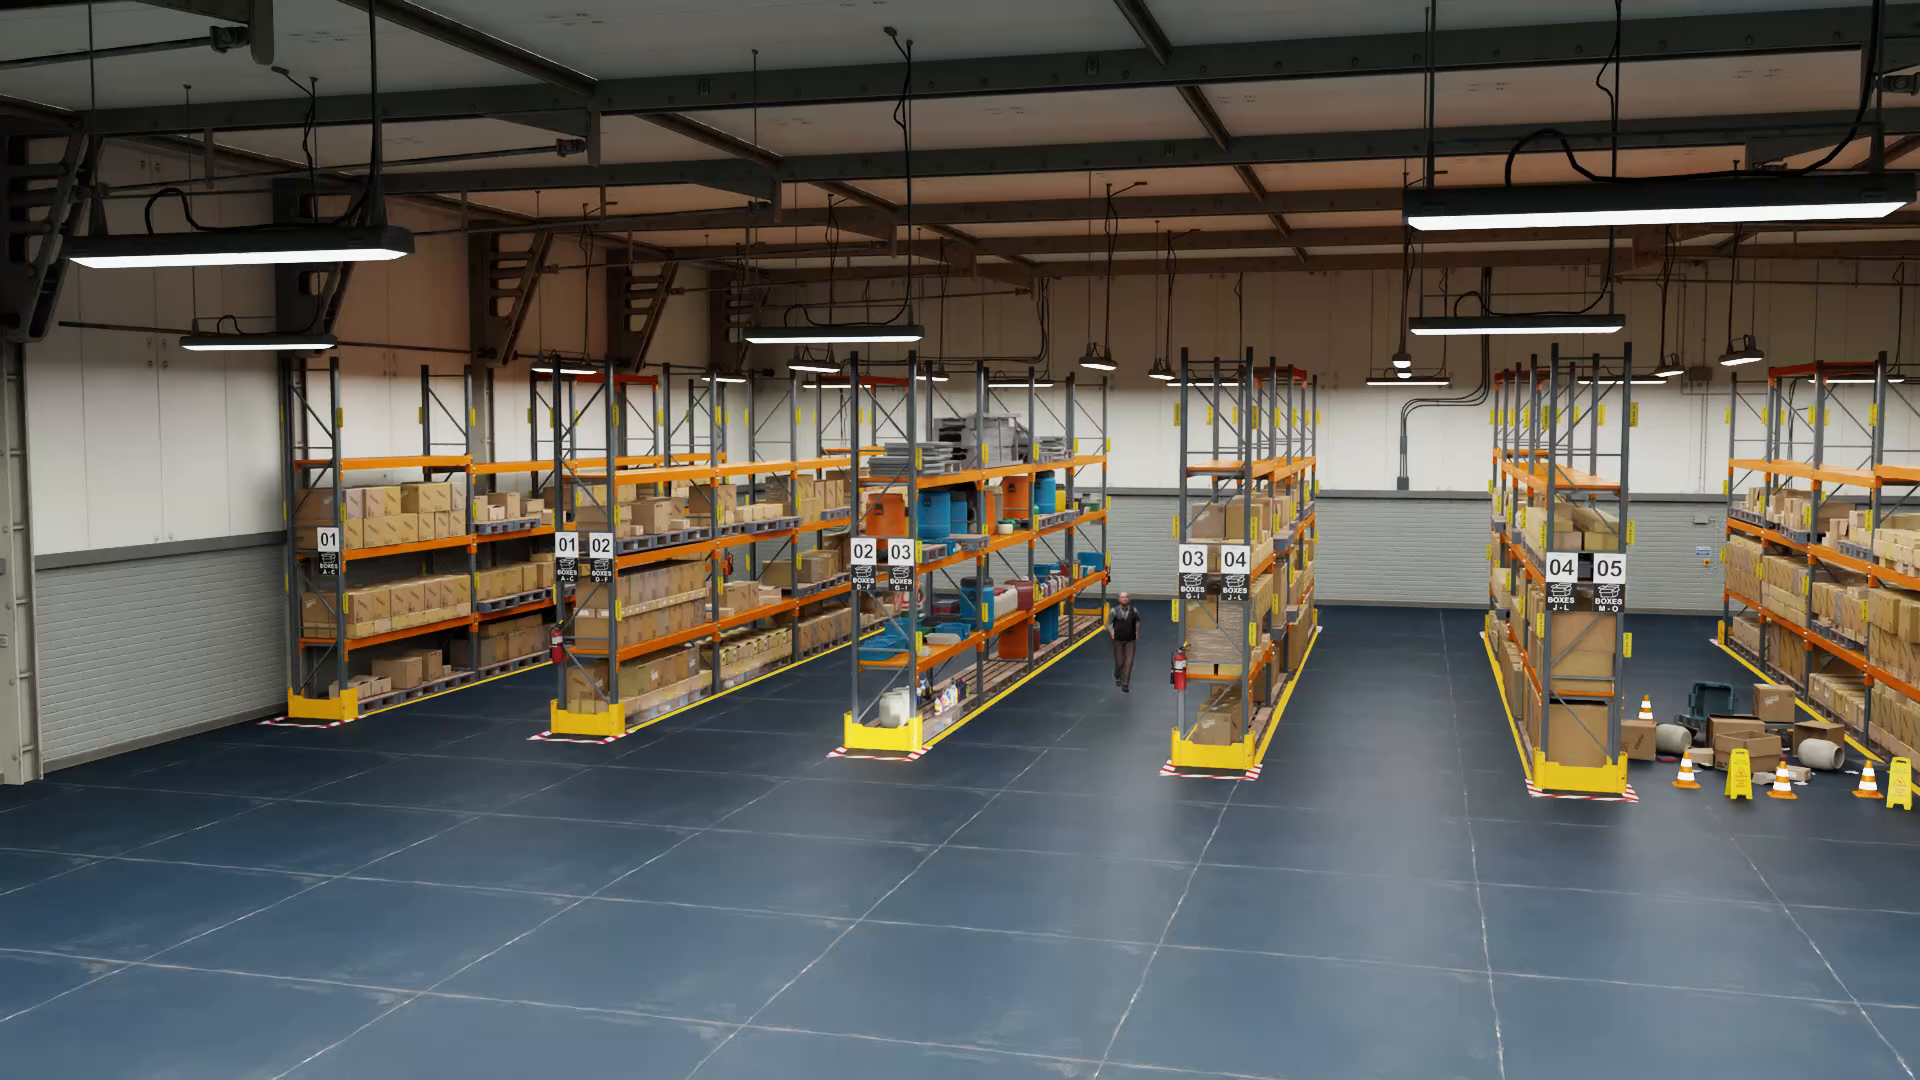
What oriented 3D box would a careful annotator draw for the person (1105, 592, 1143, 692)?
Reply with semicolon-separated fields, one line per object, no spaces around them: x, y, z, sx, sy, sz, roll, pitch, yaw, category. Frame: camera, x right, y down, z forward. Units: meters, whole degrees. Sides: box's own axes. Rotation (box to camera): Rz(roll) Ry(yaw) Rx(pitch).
2.848;1.756;28.838;0.661;1.705;0.733;0;4;-2;person

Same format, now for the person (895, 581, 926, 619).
-0.975;1.410;33.299;0.655;1.749;0.744;0;4;4;person
